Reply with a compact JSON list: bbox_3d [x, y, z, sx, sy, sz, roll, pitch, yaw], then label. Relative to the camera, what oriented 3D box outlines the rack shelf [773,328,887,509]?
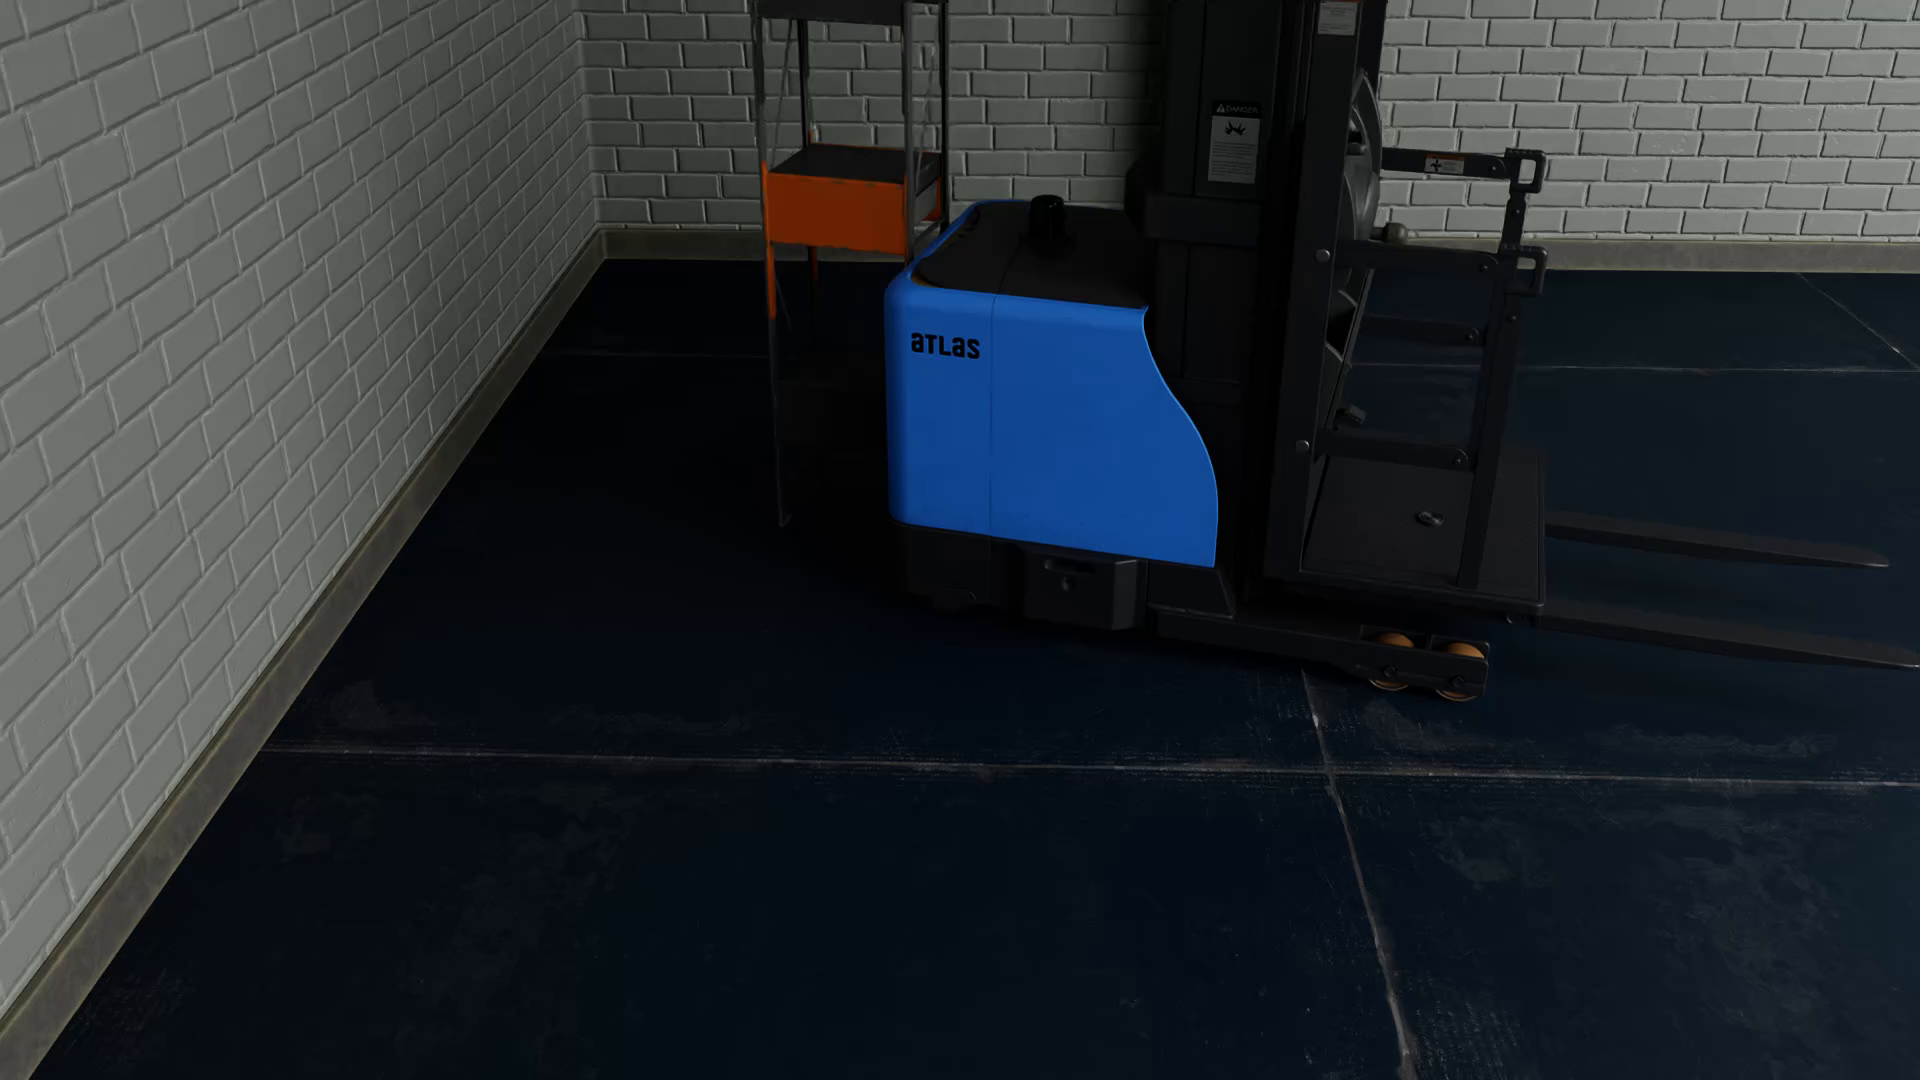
[{"bbox_3d":[-0.335,-0.397,5.781,0.480,0.518,0.431,8,29,15],"label":"rack shelf"}]

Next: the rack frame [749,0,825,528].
[{"bbox_3d":[-0.568,-1.061,5.510,0.015,2.100,0.400,8,29,15],"label":"rack frame"}]

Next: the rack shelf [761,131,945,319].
[{"bbox_3d":[-0.335,-1.016,5.453,0.480,0.518,0.431,8,29,15],"label":"rack shelf"}]

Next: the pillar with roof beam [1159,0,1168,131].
[{"bbox_3d":[1.010,-3.284,2.337,0.400,9.000,9.100,1,28,2],"label":"pillar with roof beam"}]

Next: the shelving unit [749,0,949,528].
[{"bbox_3d":[-0.335,-1.028,5.447,0.503,2.100,0.431,8,29,15],"label":"shelving unit"}]

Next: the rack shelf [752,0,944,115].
[{"bbox_3d":[-0.335,-1.634,5.125,0.480,0.518,0.431,8,29,15],"label":"rack shelf"}]

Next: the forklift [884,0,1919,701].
[{"bbox_3d":[1.335,-1.103,4.701,3.031,2.935,1.130,8,29,15],"label":"forklift"}]

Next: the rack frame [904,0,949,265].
[{"bbox_3d":[-0.102,-0.994,5.383,0.015,2.100,0.400,8,29,15],"label":"rack frame"}]
